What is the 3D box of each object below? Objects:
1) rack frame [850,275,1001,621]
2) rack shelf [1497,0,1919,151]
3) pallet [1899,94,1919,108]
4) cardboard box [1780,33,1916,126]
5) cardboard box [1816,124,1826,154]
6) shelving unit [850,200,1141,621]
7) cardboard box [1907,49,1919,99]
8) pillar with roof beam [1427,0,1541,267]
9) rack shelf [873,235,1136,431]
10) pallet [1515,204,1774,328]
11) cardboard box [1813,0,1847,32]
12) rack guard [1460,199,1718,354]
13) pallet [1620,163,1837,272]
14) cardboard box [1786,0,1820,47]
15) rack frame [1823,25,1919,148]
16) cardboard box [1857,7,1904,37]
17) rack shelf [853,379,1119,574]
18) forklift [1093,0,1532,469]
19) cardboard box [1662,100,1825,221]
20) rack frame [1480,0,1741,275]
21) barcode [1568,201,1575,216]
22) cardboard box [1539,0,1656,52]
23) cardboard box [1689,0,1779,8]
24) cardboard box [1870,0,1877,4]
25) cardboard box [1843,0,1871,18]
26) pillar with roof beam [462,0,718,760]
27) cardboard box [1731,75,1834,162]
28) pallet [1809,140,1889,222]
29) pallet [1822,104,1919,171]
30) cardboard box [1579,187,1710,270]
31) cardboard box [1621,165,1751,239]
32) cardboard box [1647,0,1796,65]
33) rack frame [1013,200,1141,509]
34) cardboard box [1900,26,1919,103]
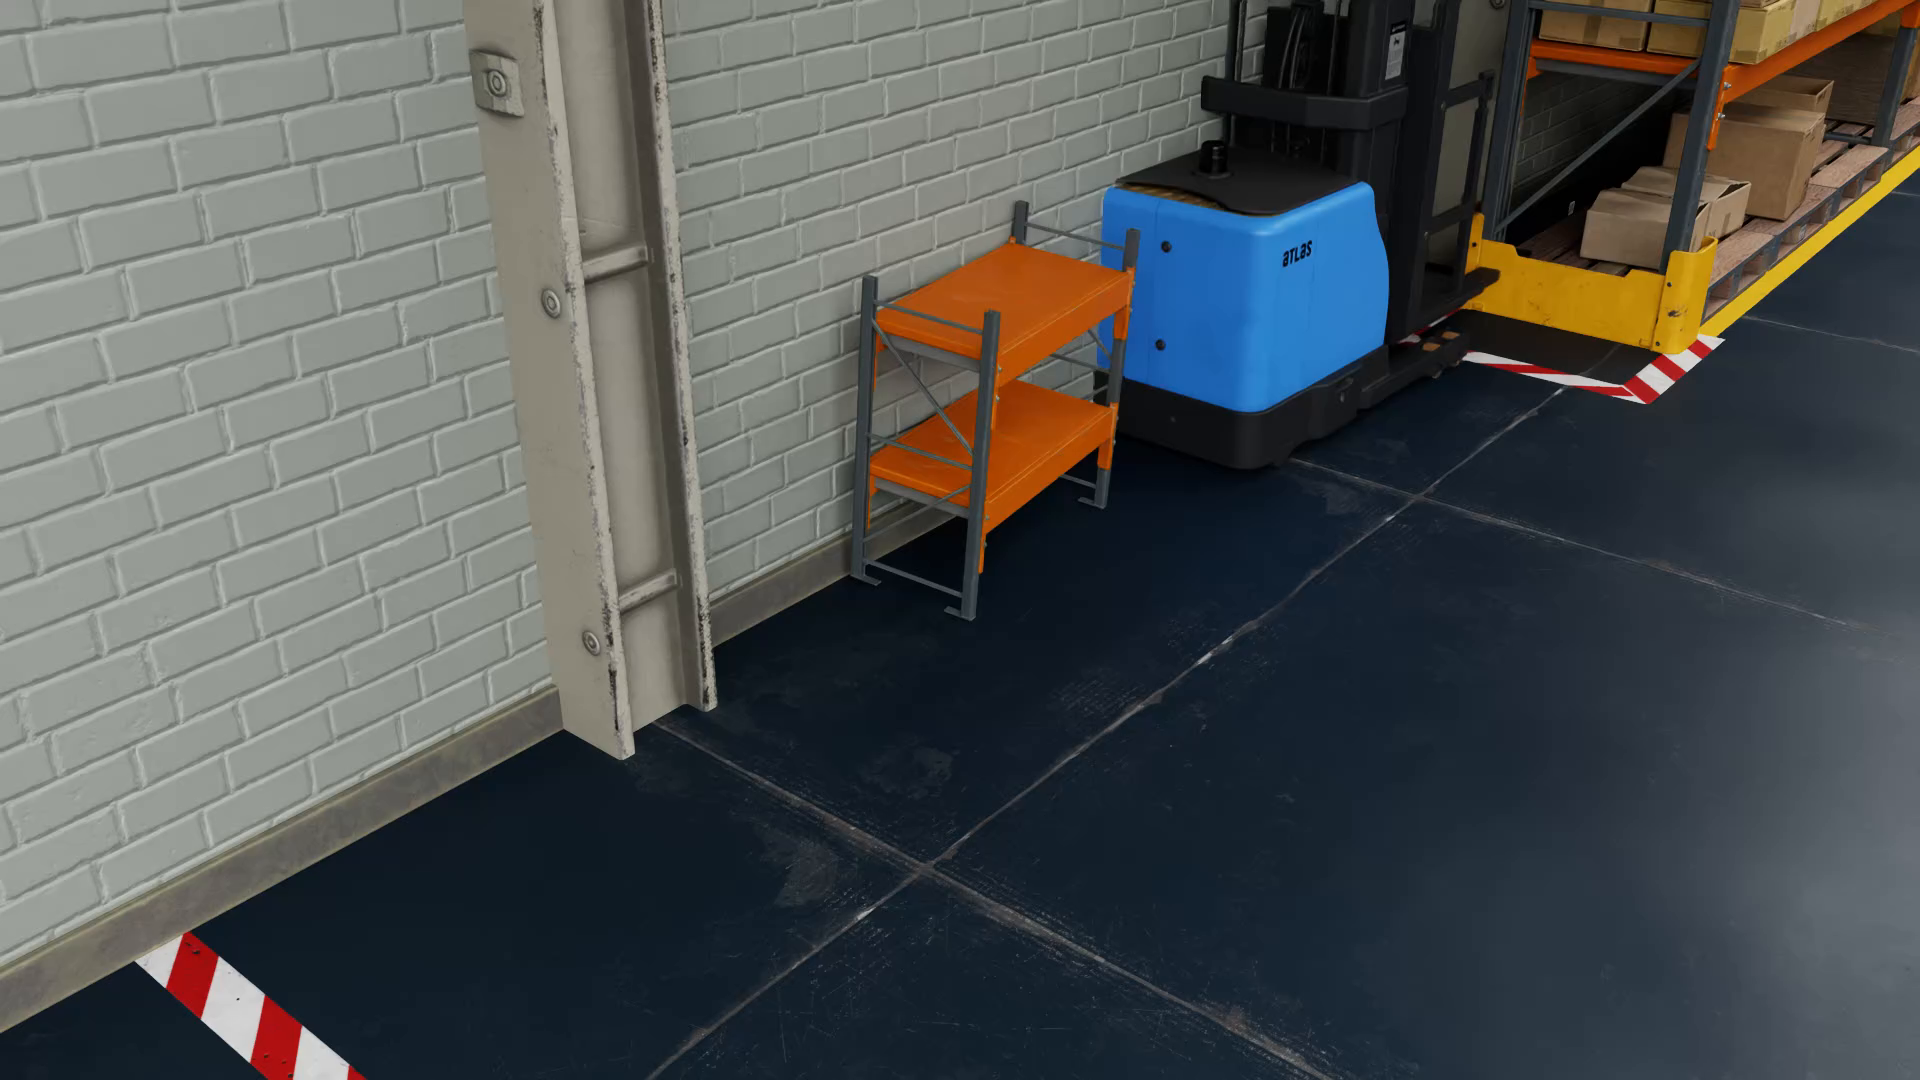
[{"bbox_3d":[-0.131,-0.290,5.546,0.500,1.125,0.032,19,33,25],"label":"rack frame"},{"bbox_3d":[4.306,-2.803,9.187,1.077,0.370,4.000,21,34,34],"label":"rack shelf"},{"bbox_3d":[6.848,-3.304,12.408,1.003,0.211,1.213,21,34,34],"label":"pallet"},{"bbox_3d":[6.034,-3.183,11.380,0.700,0.500,0.500,22,35,36],"label":"cardboard box"},{"bbox_3d":[5.261,-2.571,10.559,0.380,0.166,0.250,16,31,28],"label":"cardboard box"},{"bbox_3d":[0.129,-0.490,5.934,0.538,1.125,1.048,19,33,25],"label":"shelving unit"},{"bbox_3d":[6.679,-3.550,12.089,0.700,0.500,0.500,21,34,35],"label":"cardboard box"},{"bbox_3d":[6.134,-4.321,4.809,9.100,9.000,0.400,21,34,34],"label":"pillar with roof beam"},{"bbox_3d":[0.148,-0.744,5.790,0.538,0.278,1.000,19,33,25],"label":"rack shelf"},{"bbox_3d":[3.626,-1.480,8.881,1.003,0.211,1.213,21,34,34],"label":"pallet"},{"bbox_3d":[4.237,-2.803,8.546,0.500,0.250,0.500,20,34,34],"label":"cardboard box"},{"bbox_3d":[3.082,-1.330,8.278,1.175,0.500,0.348,21,34,34],"label":"rack guard"},{"bbox_3d":[4.403,-1.911,9.713,1.003,0.211,1.213,21,34,34],"label":"pallet"},{"bbox_3d":[3.909,-2.625,8.200,0.500,0.250,0.500,20,33,33],"label":"cardboard box"},{"bbox_3d":[5.578,-3.832,10.393,1.000,3.000,0.127,21,34,34],"label":"rack frame"},{"bbox_3d":[6.311,-3.673,11.511,0.500,0.250,0.500,20,33,33],"label":"cardboard box"},{"bbox_3d":[0.113,-0.278,6.054,0.538,0.278,1.000,19,33,25],"label":"rack shelf"},{"bbox_3d":[1.745,-2.183,7.280,1.130,2.935,3.031,22,34,35],"label":"forklift"},{"bbox_3d":[4.411,-2.166,9.413,0.700,0.500,0.500,18,33,31],"label":"cardboard box"},{"bbox_3d":[3.034,-2.414,7.651,1.000,3.000,0.127,21,34,34],"label":"rack frame"},{"bbox_3d":[3.246,-1.761,8.828,0.001,0.075,0.075,21,34,34],"label":"barcode"},{"bbox_3d":[3.182,-2.578,8.111,0.500,0.250,0.500,21,34,35],"label":"cardboard box"},{"bbox_3d":[3.570,-2.771,7.666,0.500,0.500,0.500,21,34,34],"label":"cardboard box"},{"bbox_3d":[4.880,-3.161,9.237,0.500,0.250,0.500,21,34,34],"label":"cardboard box"},{"bbox_3d":[4.561,-2.982,8.891,0.500,0.250,0.500,21,34,35],"label":"cardboard box"},{"bbox_3d":[2.317,-2.194,0.697,9.100,9.000,0.400,21,34,34],"label":"pillar with roof beam"},{"bbox_3d":[4.949,-2.537,10.132,0.500,0.500,0.500,18,32,31],"label":"cardboard box"},{"bbox_3d":[5.178,-2.345,10.553,1.003,0.211,1.213,21,34,34],"label":"pallet"},{"bbox_3d":[6.072,-2.870,11.568,1.003,0.211,1.213,21,34,34],"label":"pallet"},{"bbox_3d":[3.544,-1.634,8.591,0.500,0.311,0.500,17,32,29],"label":"cardboard box"},{"bbox_3d":[3.906,-1.836,8.982,0.500,0.311,0.500,24,36,38],"label":"cardboard box"},{"bbox_3d":[3.589,-2.436,7.836,0.500,0.250,0.500,20,33,33],"label":"cardboard box"},{"bbox_3d":[0.389,-0.690,6.322,0.500,1.125,0.032,19,33,25],"label":"rack frame"},{"bbox_3d":[6.324,-3.381,11.762,0.700,0.500,0.500,20,33,33],"label":"cardboard box"}]
